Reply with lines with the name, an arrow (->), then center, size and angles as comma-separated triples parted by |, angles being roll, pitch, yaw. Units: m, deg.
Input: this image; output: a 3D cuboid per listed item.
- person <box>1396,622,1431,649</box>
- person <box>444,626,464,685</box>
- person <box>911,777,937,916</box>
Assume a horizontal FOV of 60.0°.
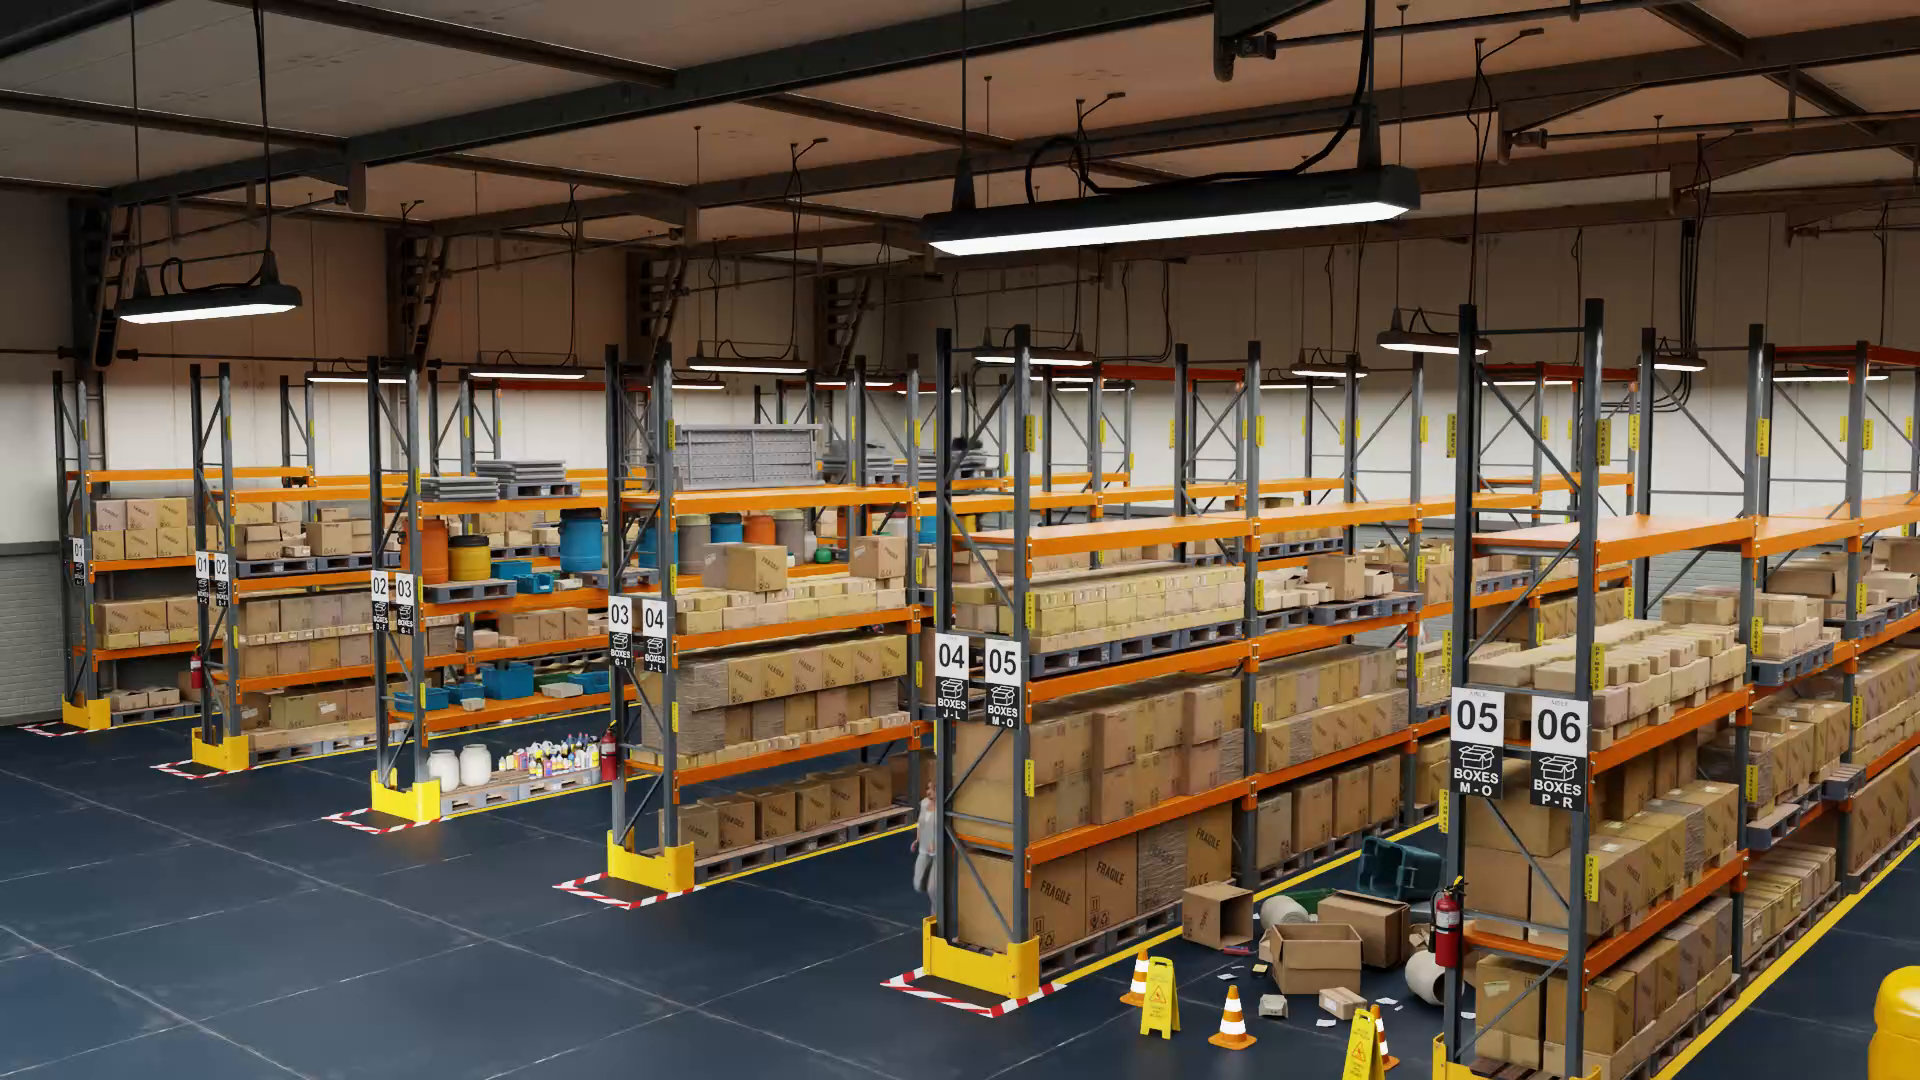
person -> 8.283, 2.123, 30.327 | 0.718, 1.746, 0.854 | -1, 4, -9
person -> -9.119, 2.151, 29.592 | 0.680, 1.770, 0.651 | 3, 5, 33
person -> -0.254, 3.184, 16.893 | 0.536, 1.566, 0.533 | 3, 5, 32
